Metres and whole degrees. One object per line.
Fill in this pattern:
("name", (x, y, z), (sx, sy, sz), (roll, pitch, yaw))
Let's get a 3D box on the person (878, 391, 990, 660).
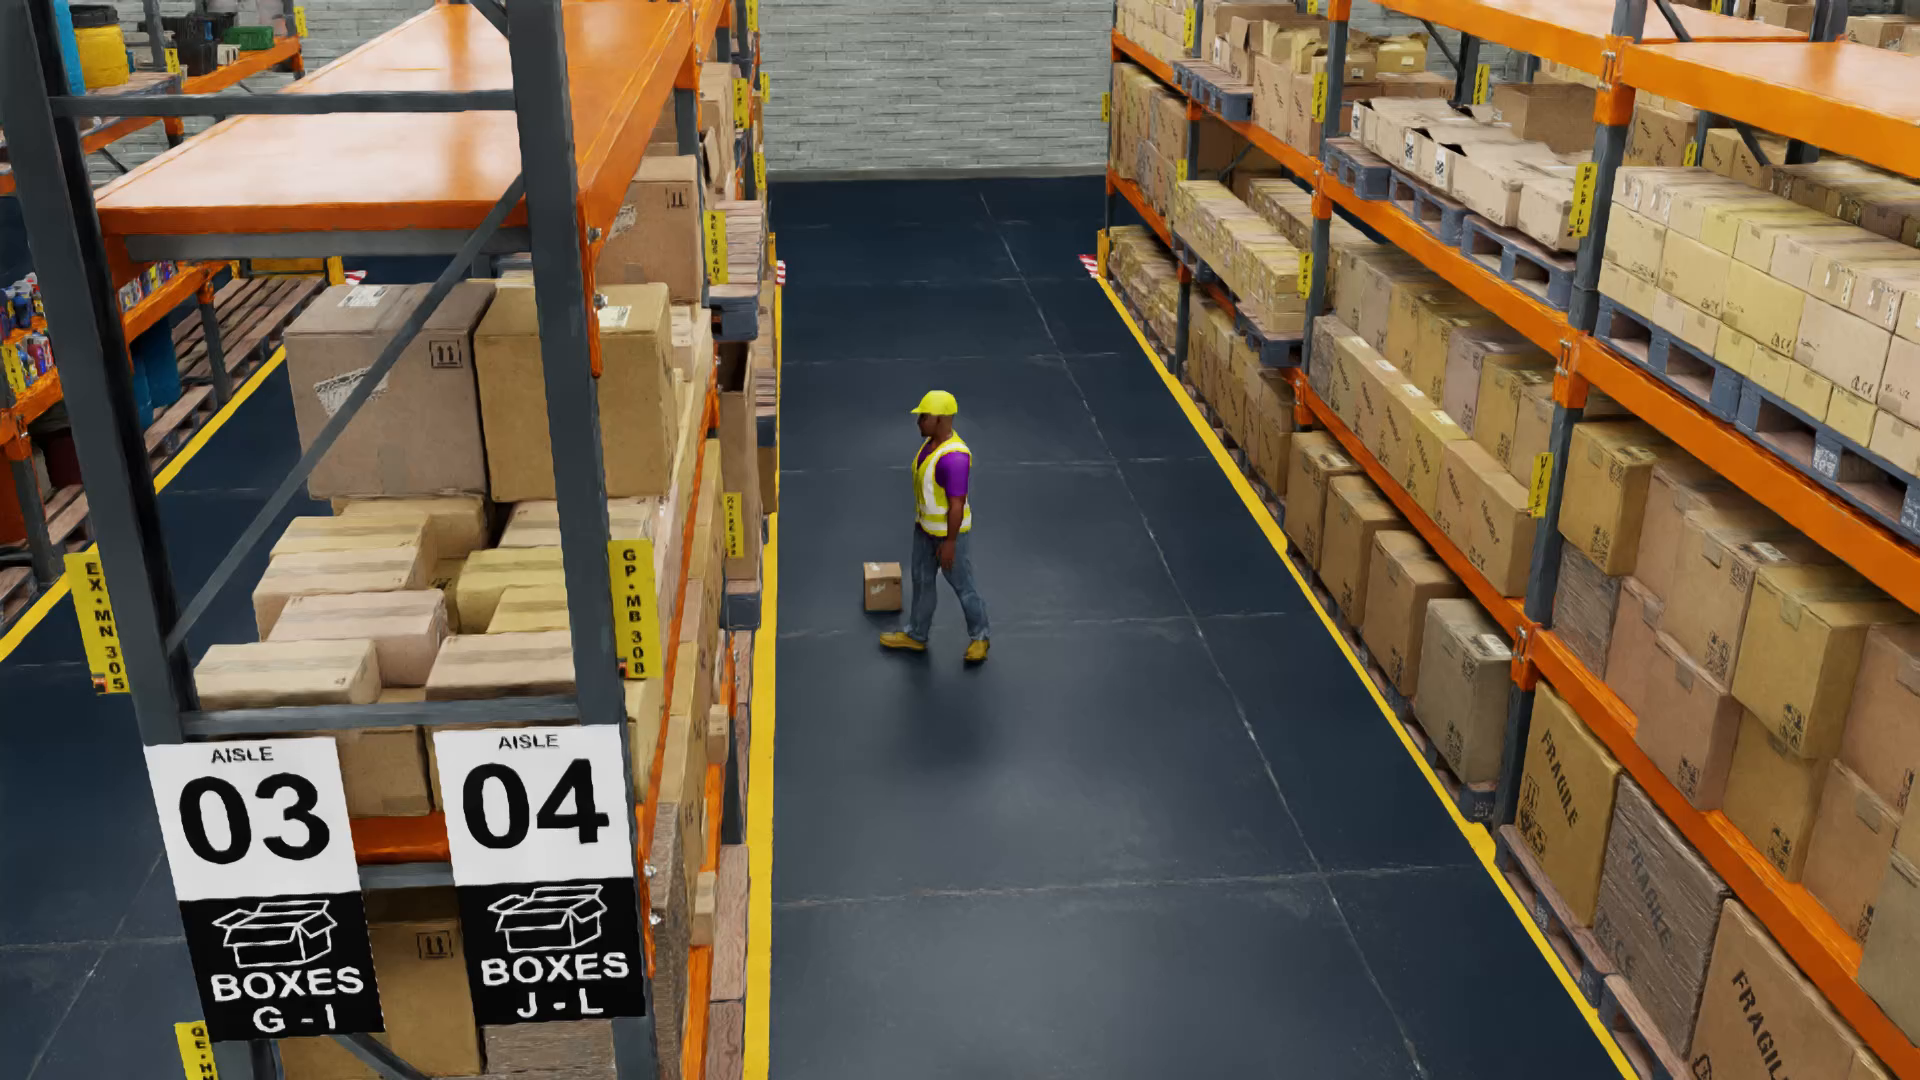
("person", (-0.172, -0.108, 10.535), (0.665, 1.763, 0.789), (-9, 25, -20))
